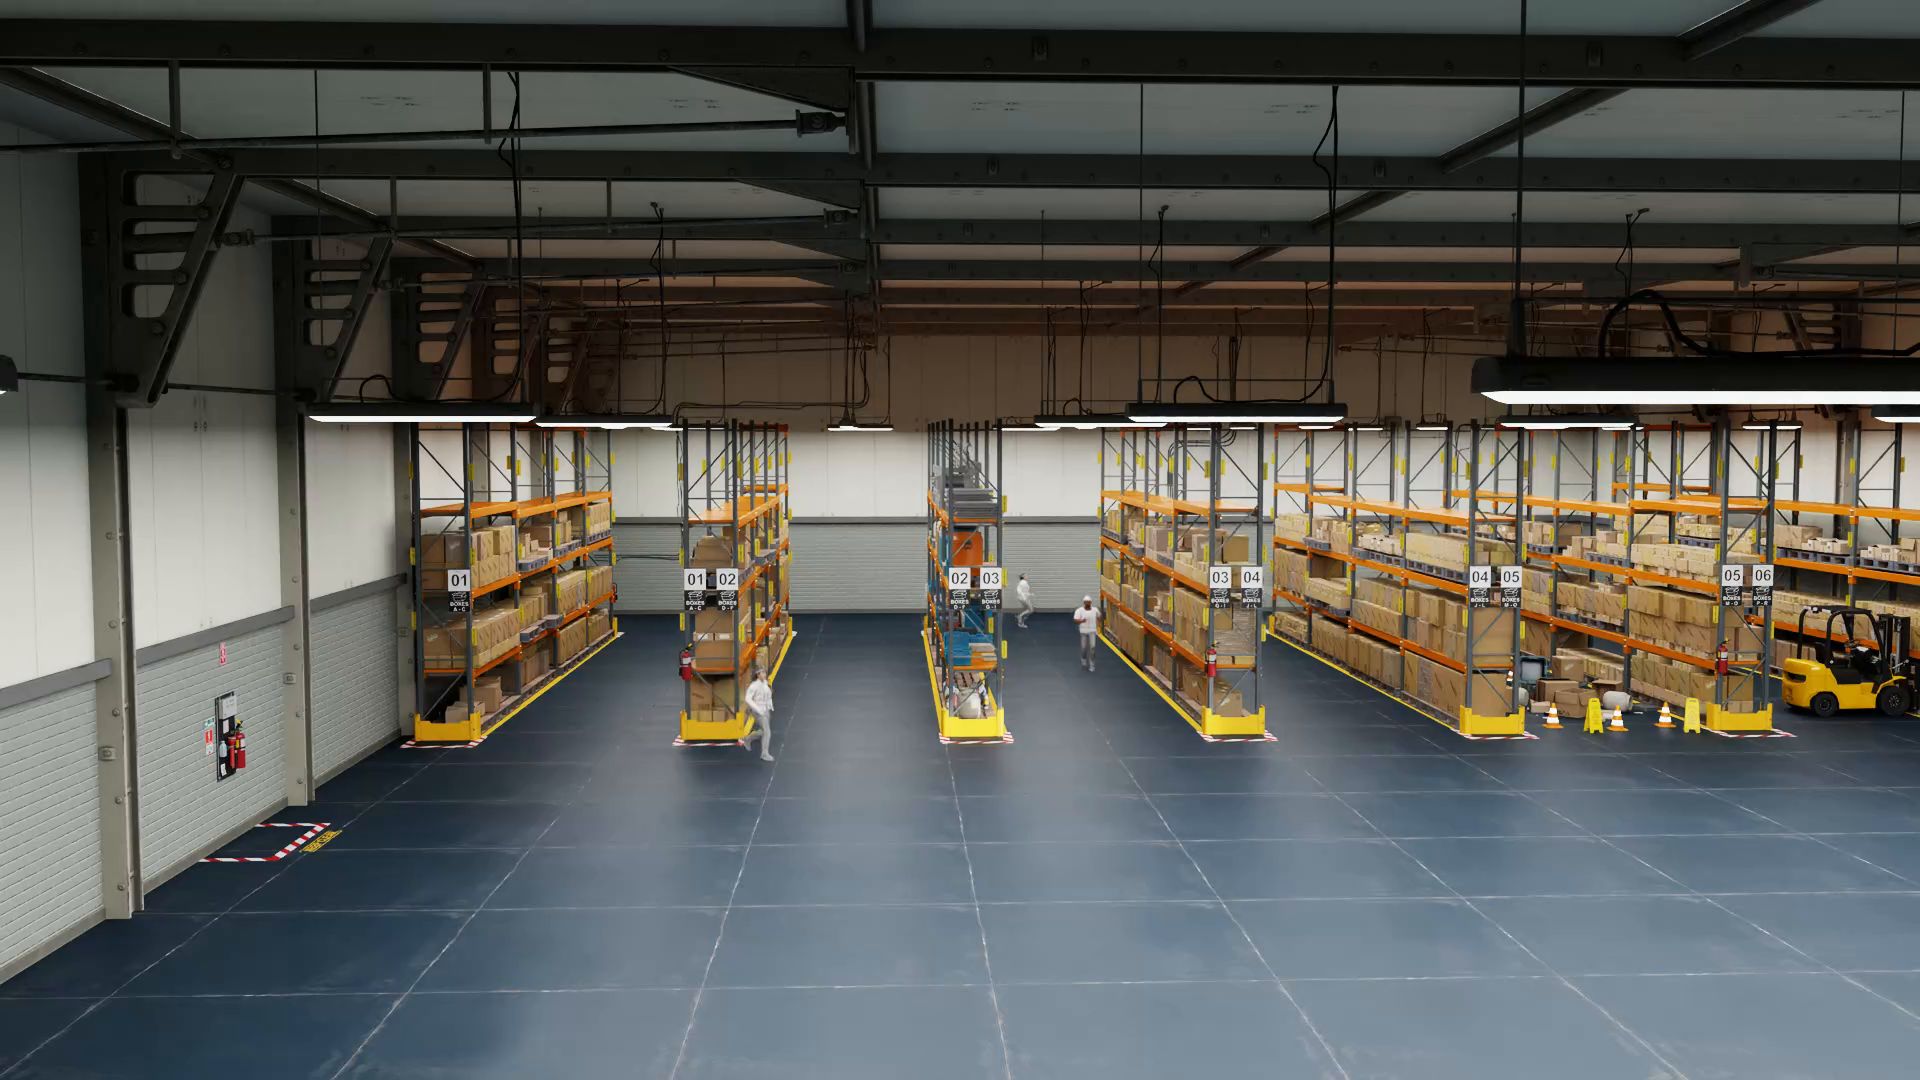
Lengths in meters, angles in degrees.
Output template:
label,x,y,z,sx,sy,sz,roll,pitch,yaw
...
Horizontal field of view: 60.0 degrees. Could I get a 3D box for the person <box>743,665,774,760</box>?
label,x,y,z,sx,sy,sz,roll,pitch,yaw
person,-3.561,3.026,29.327,0.692,1.676,0.656,2,4,25

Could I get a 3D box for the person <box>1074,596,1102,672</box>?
label,x,y,z,sx,sy,sz,roll,pitch,yaw
person,3.094,2.257,40.255,0.676,1.825,0.791,0,4,1

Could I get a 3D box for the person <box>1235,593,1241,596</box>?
label,x,y,z,sx,sy,sz,roll,pitch,yaw
person,7.732,1.891,46.149,0.735,1.732,0.811,1,4,12

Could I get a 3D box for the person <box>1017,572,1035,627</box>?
label,x,y,z,sx,sy,sz,roll,pitch,yaw
person,1.946,1.754,49.164,0.538,1.658,0.613,0,4,3
